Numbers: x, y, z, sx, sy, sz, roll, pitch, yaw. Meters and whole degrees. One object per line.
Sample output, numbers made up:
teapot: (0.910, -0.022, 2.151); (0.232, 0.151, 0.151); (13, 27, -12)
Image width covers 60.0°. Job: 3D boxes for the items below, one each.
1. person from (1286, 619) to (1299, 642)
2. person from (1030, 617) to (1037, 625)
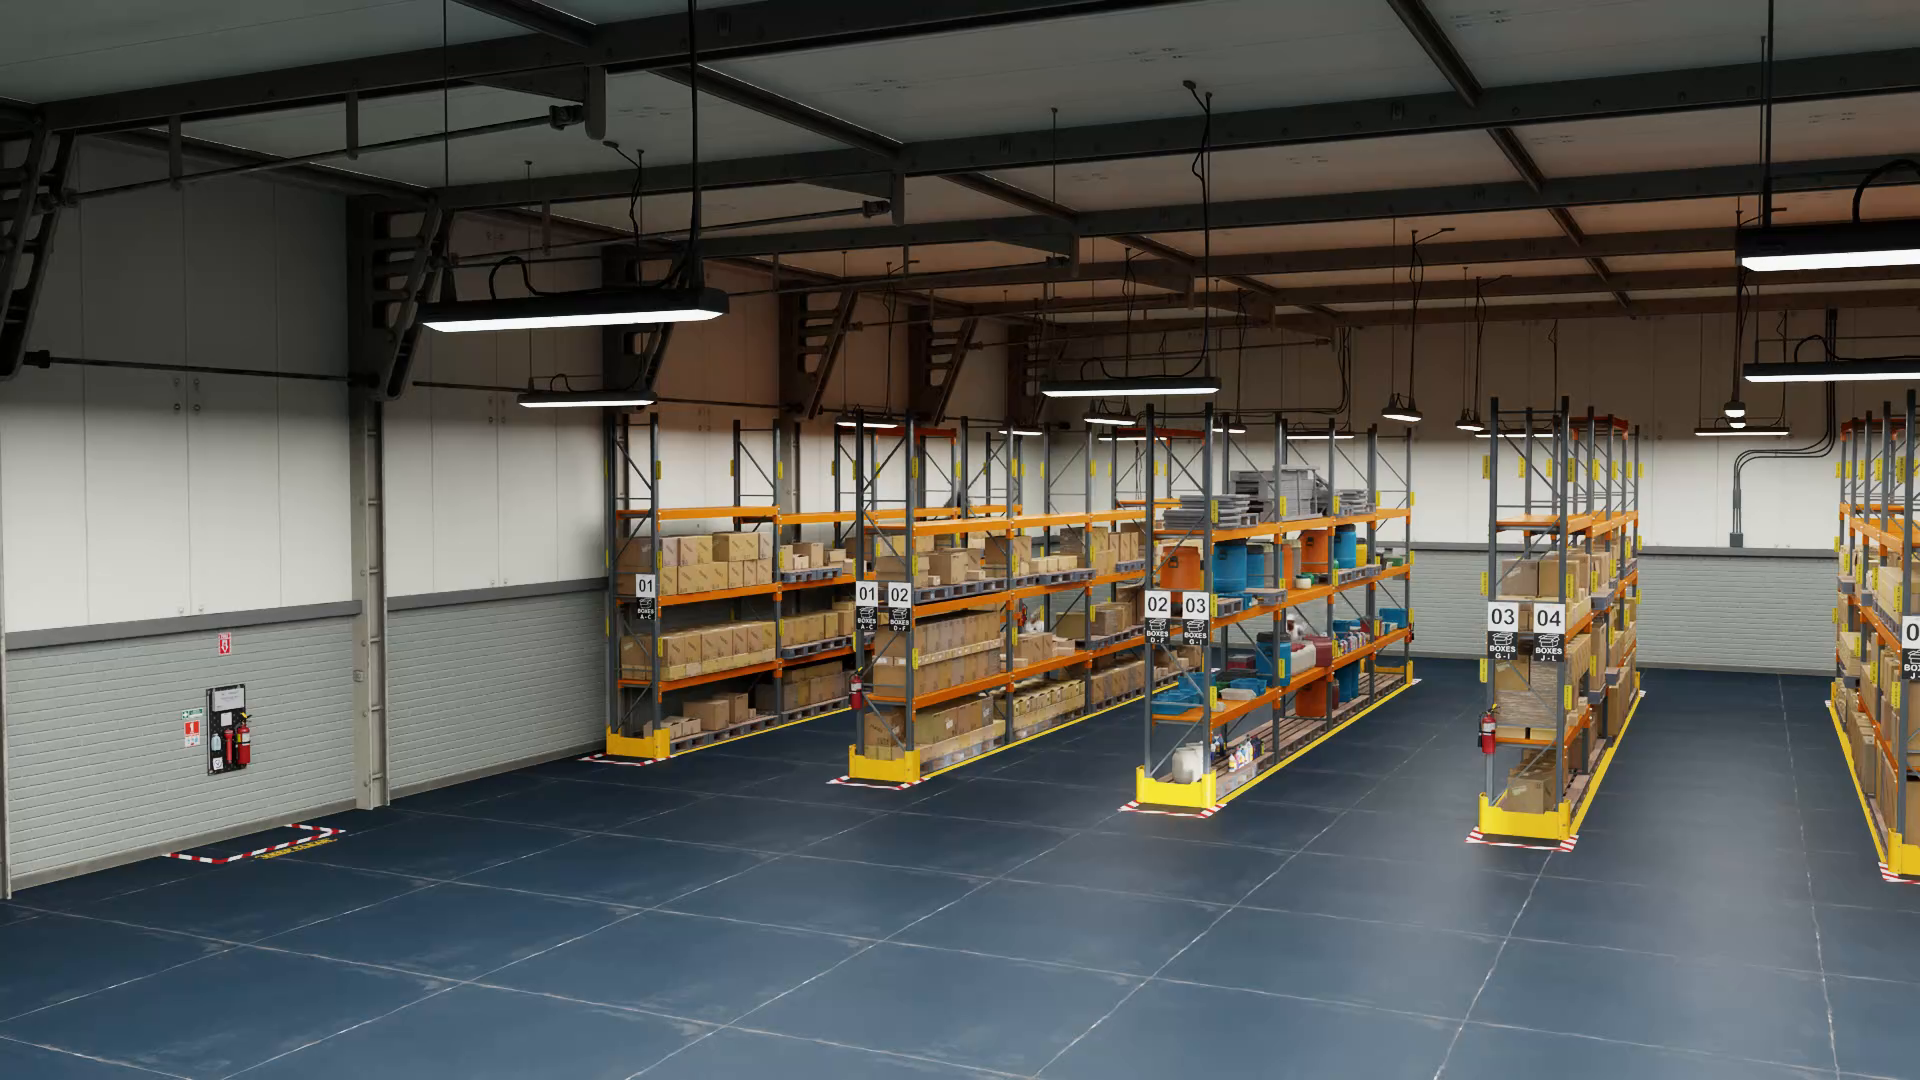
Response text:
person: (7.689, 2.573, 38.370); (0.671, 1.676, 0.777); (1, 3, 25)
person: (1.734, 2.194, 38.905); (0.724, 1.016, 0.430); (2, 3, 43)
